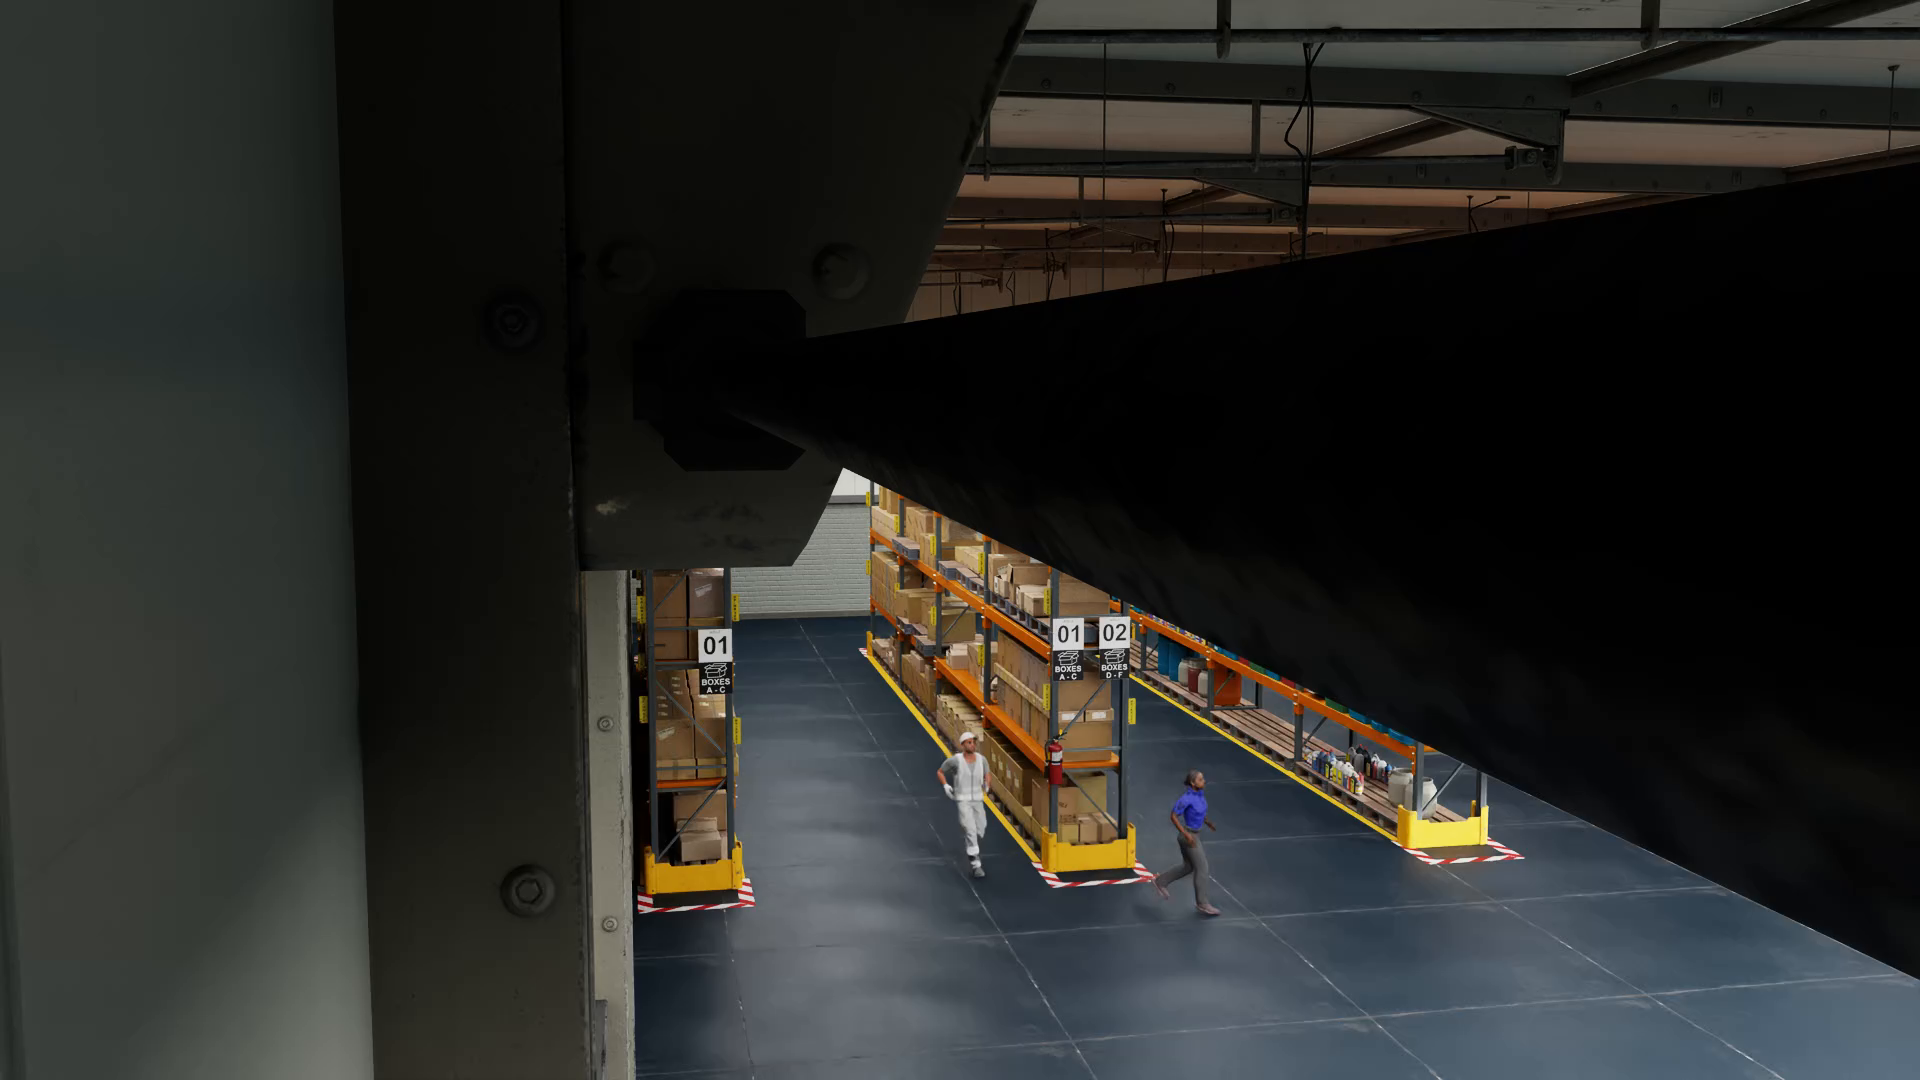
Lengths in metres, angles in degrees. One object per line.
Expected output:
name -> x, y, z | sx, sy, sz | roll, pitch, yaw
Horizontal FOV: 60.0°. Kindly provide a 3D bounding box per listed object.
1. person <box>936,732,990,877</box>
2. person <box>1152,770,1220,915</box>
person -> 0.125, 3.292, 20.869 | 0.676, 1.731, 0.910 | -2, 6, -22
person -> 2.660, 3.482, 19.359 | 0.809, 1.667, 0.591 | 3, 6, 23
